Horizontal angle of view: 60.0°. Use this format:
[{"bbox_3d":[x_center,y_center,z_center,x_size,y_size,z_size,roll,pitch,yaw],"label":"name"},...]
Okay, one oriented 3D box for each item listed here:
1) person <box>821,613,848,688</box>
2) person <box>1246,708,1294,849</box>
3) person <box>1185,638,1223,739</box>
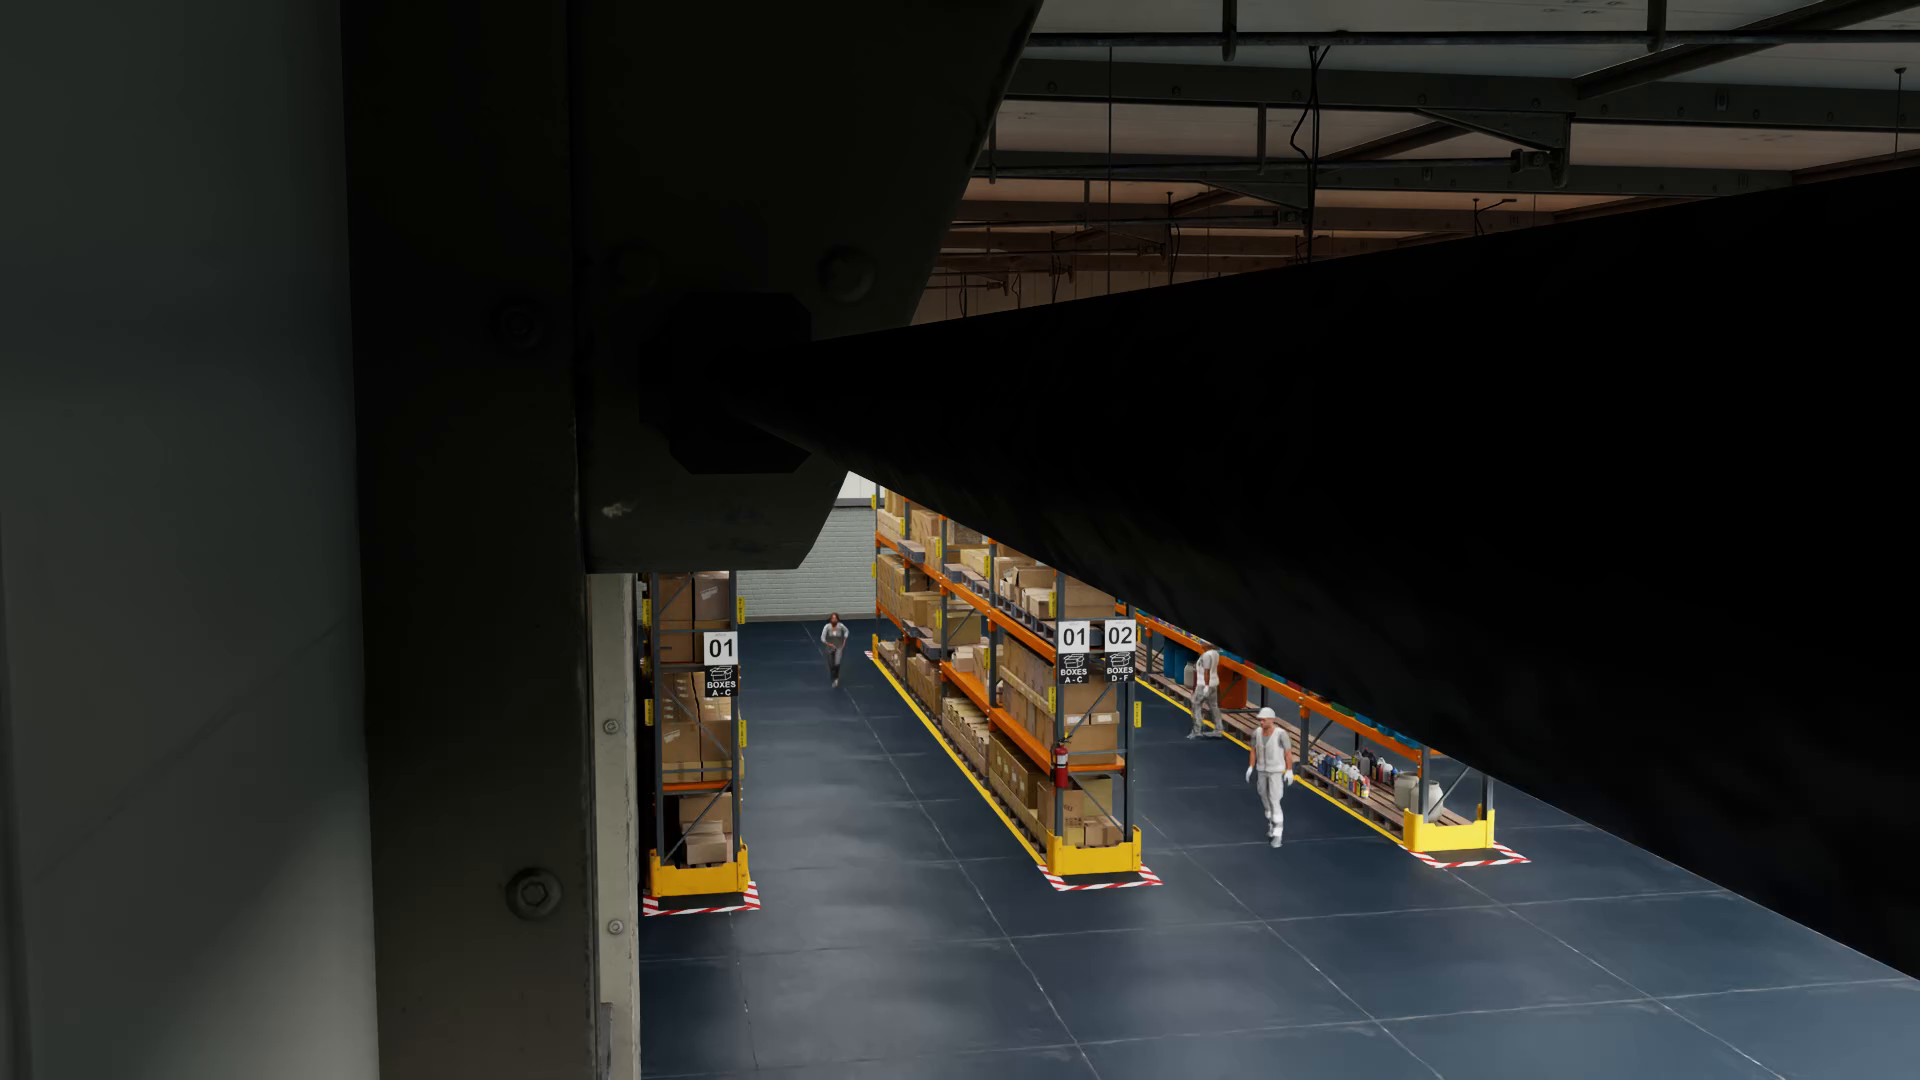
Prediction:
[{"bbox_3d":[-2.482,2.177,32.959,0.529,1.518,0.795,0,6,0],"label":"person"},{"bbox_3d":[4.150,3.158,22.356,0.628,1.805,0.623,5,8,41],"label":"person"},{"bbox_3d":[4.254,2.531,28.591,0.581,1.838,0.584,5,8,40],"label":"person"}]
